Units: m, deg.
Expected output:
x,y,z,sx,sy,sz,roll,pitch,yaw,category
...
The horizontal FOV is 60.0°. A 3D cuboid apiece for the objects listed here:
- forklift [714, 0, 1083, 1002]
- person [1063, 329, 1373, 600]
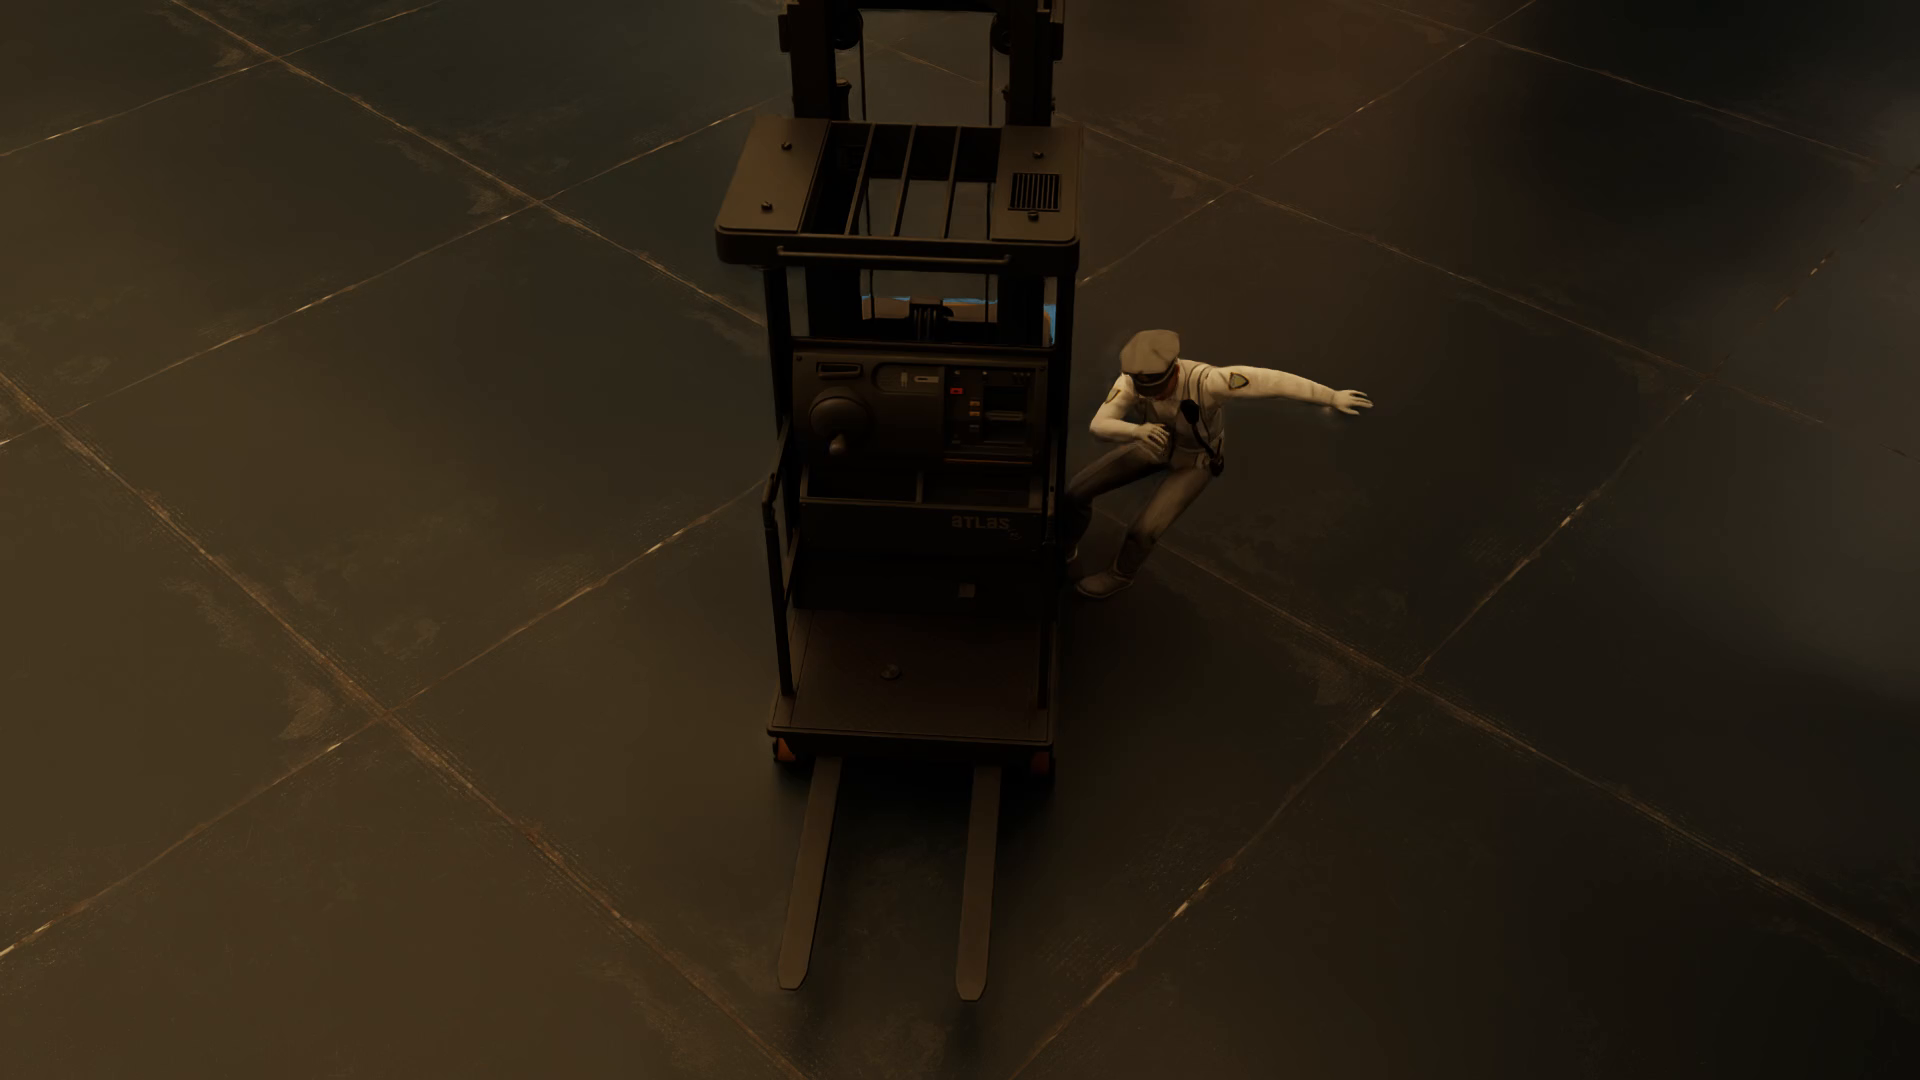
x,y,z,sx,sy,sz,roll,pitch,yaw,category
-0.159,-0.405,5.900,1.130,2.935,3.031,3,41,3,forklift
0.952,-0.269,6.985,1.308,1.360,0.687,21,45,23,person
